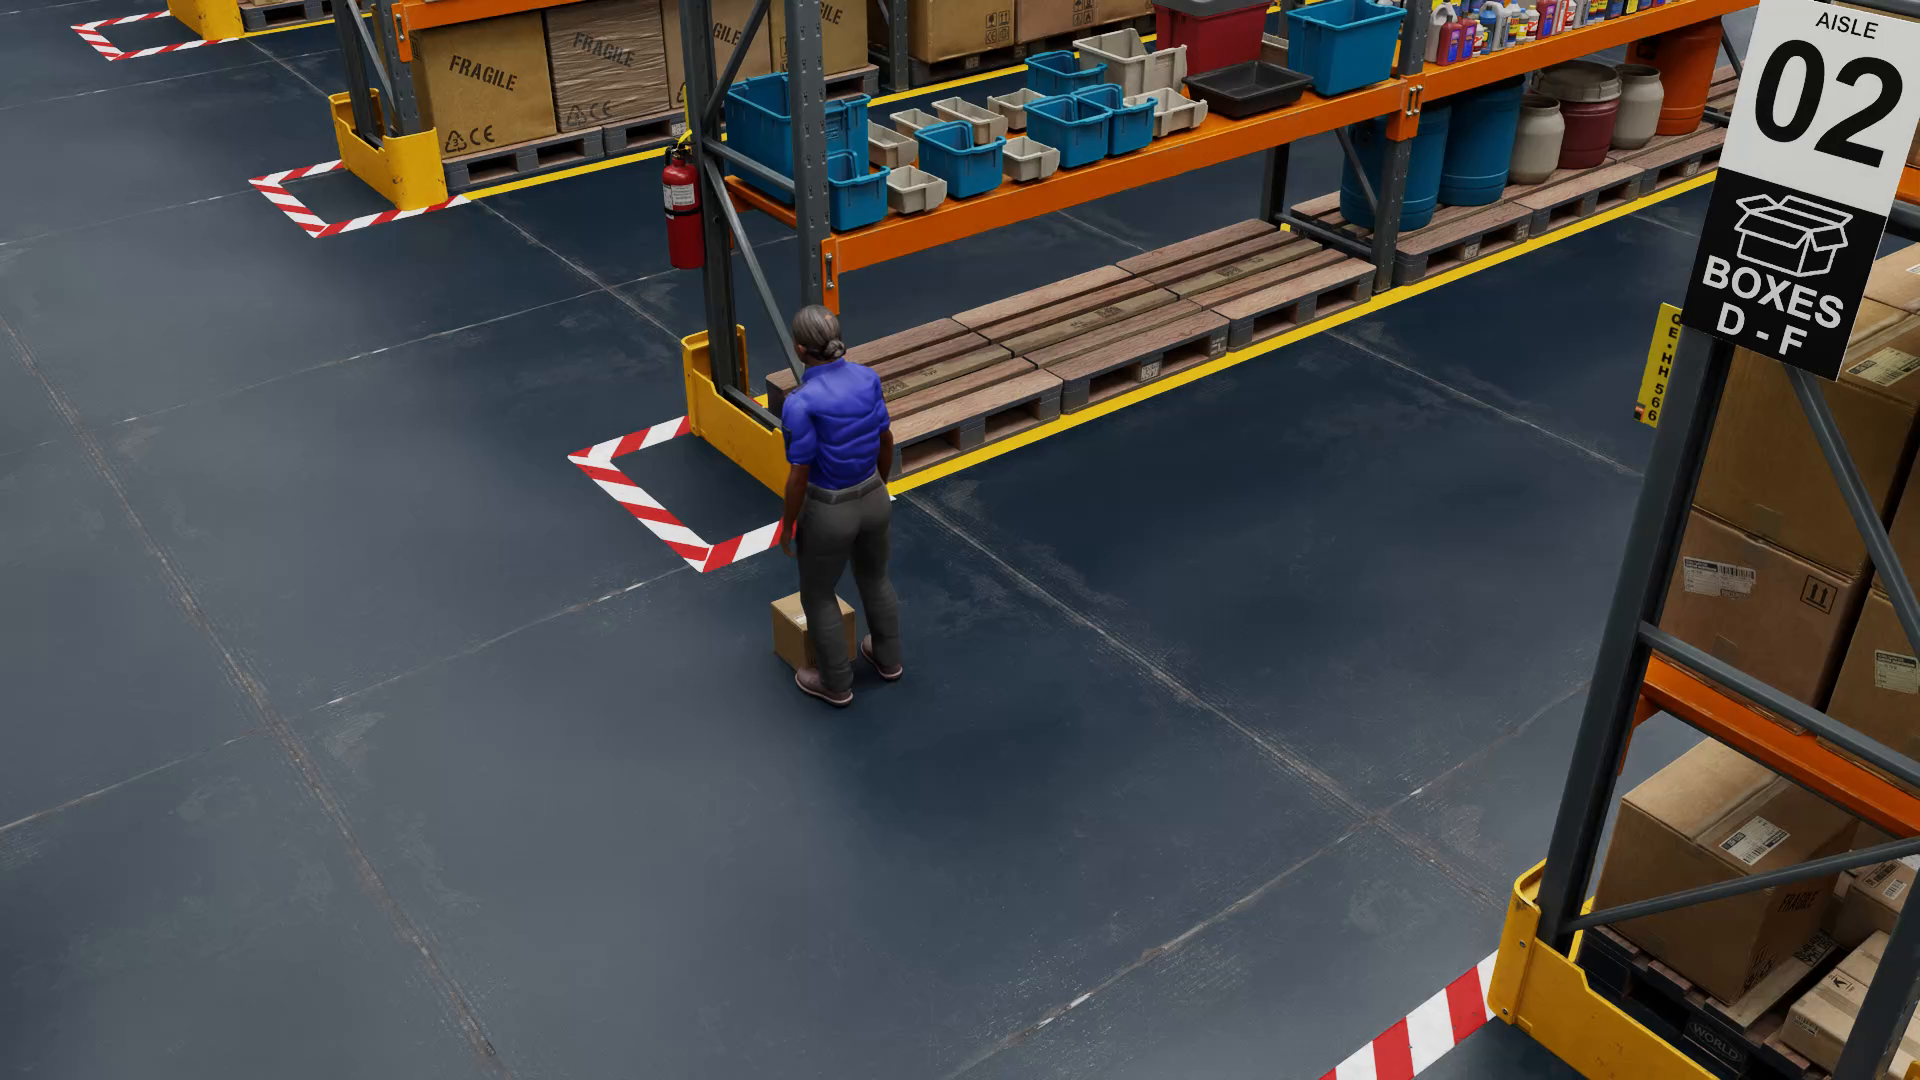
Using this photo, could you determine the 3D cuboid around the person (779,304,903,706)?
[{"bbox_3d":[-0.454,-0.122,6.333,0.531,1.656,0.346,-25,40,-33],"label":"person"}]
